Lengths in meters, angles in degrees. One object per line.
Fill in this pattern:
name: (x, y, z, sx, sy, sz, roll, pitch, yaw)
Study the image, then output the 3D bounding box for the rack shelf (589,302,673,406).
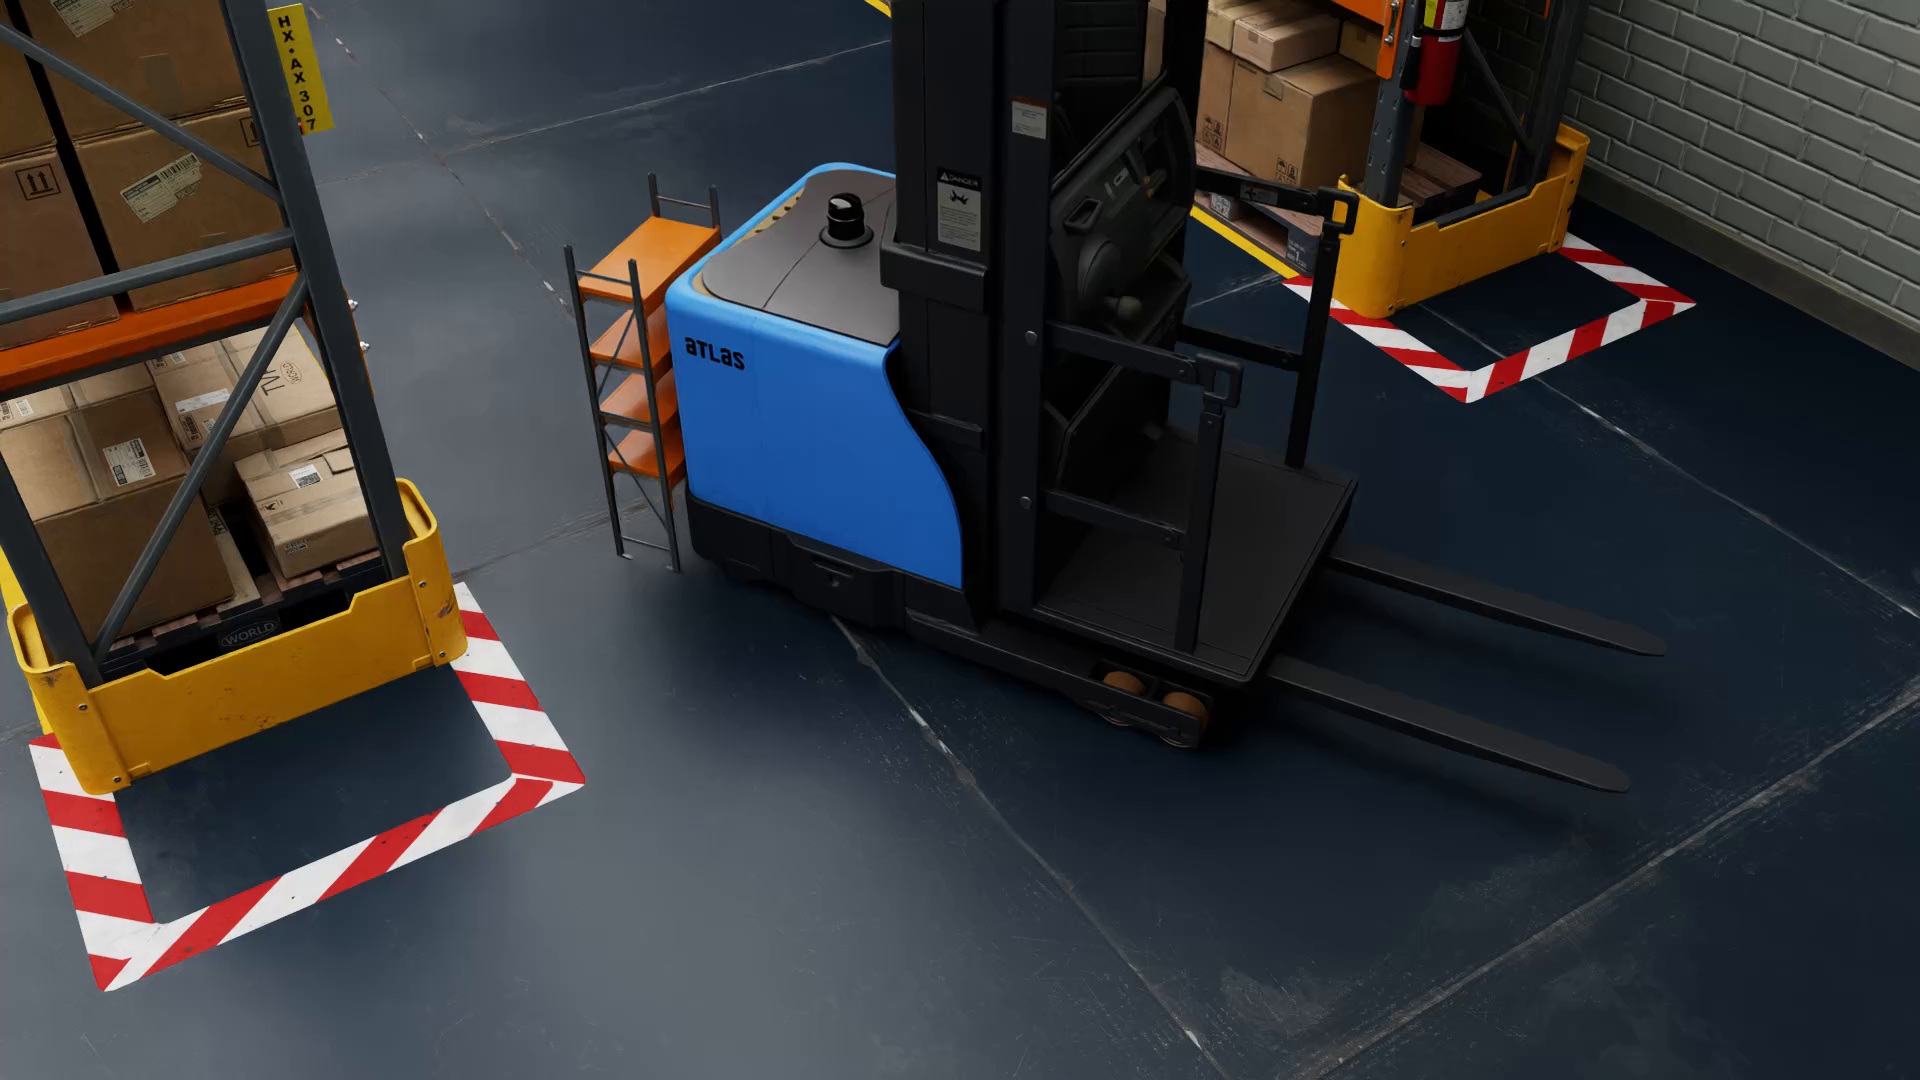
rack shelf: (-0.967, -0.647, 5.344, 0.258, 0.148, 0.480, 14, 42, 17)

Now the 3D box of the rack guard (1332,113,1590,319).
rack guard: (2.088, -1.377, 7.012, 1.175, 0.500, 0.348, -22, 45, -24)

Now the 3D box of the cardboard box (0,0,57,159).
cardboard box: (-2.570, -1.211, 4.001, 0.500, 0.500, 0.500, -23, 45, -25)

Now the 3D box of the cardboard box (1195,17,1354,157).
cardboard box: (1.346, -2.165, 7.629, 0.700, 0.500, 0.500, -22, 45, -25)

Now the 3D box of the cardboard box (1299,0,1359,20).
cardboard box: (1.578, -2.418, 7.427, 0.380, 0.149, 0.250, -22, 45, -24)

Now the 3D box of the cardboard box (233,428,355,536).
cardboard box: (-2.169, -0.203, 5.520, 0.380, 0.166, 0.250, -22, 45, -24)

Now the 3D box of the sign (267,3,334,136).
sign: (-1.642, -1.163, 4.126, 0.100, 0.325, 0.005, -22, 45, -24)

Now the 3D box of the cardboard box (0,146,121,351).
cardboard box: (-2.569, -0.830, 4.324, 0.500, 0.500, 0.500, -21, 44, -23)

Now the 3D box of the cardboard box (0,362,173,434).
cardboard box: (-3.085, -0.488, 5.796, 0.500, 0.250, 0.500, -22, 45, -24)

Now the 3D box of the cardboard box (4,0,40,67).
cardboard box: (-2.403, -1.675, 4.558, 0.500, 0.500, 0.500, -22, 44, -24)

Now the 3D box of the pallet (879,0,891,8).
pallet: (0.268, -3.001, 9.186, 1.003, 0.211, 1.213, -22, 45, -24)

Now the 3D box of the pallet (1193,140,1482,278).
pallet: (1.580, -1.684, 7.606, 1.003, 0.211, 1.213, -22, 45, -24)

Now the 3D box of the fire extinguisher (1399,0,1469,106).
fire extinguisher: (1.768, -1.937, 6.083, 0.296, 0.674, 0.183, -22, 45, -24)

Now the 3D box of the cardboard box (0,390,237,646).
cardboard box: (-2.599, -0.060, 5.088, 0.500, 0.500, 0.500, -22, 45, -24)

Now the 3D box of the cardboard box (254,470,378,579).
cardboard box: (-2.034, -0.061, 5.364, 0.380, 0.149, 0.250, -22, 45, -24)

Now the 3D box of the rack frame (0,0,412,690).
rack frame: (-2.099, -0.643, 4.179, 1.000, 3.000, 0.127, -22, 45, -24)

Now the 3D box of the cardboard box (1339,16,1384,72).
cardboard box: (1.851, -2.145, 7.099, 0.380, 0.149, 0.250, -22, 45, -24)

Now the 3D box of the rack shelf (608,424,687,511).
rack shelf: (-0.966, -0.322, 5.614, 0.258, 0.148, 0.480, 14, 42, 17)

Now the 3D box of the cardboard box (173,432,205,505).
cardboard box: (-2.741, -0.182, 5.495, 0.380, 0.166, 0.250, -22, 45, -24)

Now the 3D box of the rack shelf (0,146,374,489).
rack shelf: (-3.174, -1.446, 5.704, 1.077, 0.370, 4.000, -22, 45, -24)

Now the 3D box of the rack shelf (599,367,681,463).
rack shelf: (-0.967, -0.475, 5.487, 0.258, 0.148, 0.480, 14, 42, 17)

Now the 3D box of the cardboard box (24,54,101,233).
cardboard box: (-2.397, -1.288, 4.875, 0.500, 0.500, 0.500, -23, 45, -25)

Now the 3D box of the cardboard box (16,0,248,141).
cardboard box: (-2.115, -1.396, 4.223, 0.500, 0.500, 0.500, -21, 44, -23)

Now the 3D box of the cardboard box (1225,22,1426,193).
cardboard box: (1.615, -1.895, 7.305, 0.700, 0.500, 0.500, -22, 45, -24)

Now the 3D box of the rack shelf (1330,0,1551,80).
rack shelf: (1.000, -3.153, 7.753, 1.077, 0.370, 4.000, -22, 45, -24)

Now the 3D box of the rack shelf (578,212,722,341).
rack shelf: (-0.968, -0.829, 5.193, 0.258, 0.148, 0.480, 14, 42, 17)

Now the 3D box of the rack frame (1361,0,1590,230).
rack frame: (2.076, -2.350, 6.227, 1.000, 3.000, 0.127, -22, 45, -24)

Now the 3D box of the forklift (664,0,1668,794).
forklift: (0.641, -0.894, 4.533, 3.031, 2.935, 1.130, 18, 43, 21)

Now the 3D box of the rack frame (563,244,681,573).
rack frame: (-1.059, -0.382, 5.271, 0.240, 1.200, 0.015, 14, 42, 17)

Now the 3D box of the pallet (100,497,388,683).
pallet: (-2.569, -0.043, 5.637, 1.003, 0.211, 1.213, -22, 45, -24)

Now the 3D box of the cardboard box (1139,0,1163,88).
cardboard box: (1.075, -2.436, 7.955, 0.700, 0.500, 0.500, -24, 45, -26)

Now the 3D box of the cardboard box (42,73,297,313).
cardboard box: (-2.115, -1.012, 4.543, 0.500, 0.500, 0.500, -21, 44, -24)

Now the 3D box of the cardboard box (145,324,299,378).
cardboard box: (-2.690, -0.687, 6.035, 0.500, 0.250, 0.500, -22, 45, -24)

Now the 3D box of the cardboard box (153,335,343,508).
cardboard box: (-2.421, -0.417, 5.711, 0.500, 0.250, 0.500, -22, 45, -24)

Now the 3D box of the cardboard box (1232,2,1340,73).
cardboard box: (1.392, -2.150, 7.105, 0.380, 0.149, 0.250, -23, 45, -25)

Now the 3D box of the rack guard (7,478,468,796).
rack guard: (-2.140, 0.276, 5.028, 1.175, 0.500, 0.348, -22, 45, -24)

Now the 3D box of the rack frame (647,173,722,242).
rack frame: (-0.875, -0.671, 5.618, 0.240, 1.200, 0.015, 14, 42, 17)

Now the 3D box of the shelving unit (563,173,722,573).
shelving unit: (-0.967, -0.527, 5.444, 0.258, 1.200, 0.503, 14, 42, 17)

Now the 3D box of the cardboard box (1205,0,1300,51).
cardboard box: (1.254, -2.288, 7.271, 0.380, 0.149, 0.250, -21, 44, -23)
